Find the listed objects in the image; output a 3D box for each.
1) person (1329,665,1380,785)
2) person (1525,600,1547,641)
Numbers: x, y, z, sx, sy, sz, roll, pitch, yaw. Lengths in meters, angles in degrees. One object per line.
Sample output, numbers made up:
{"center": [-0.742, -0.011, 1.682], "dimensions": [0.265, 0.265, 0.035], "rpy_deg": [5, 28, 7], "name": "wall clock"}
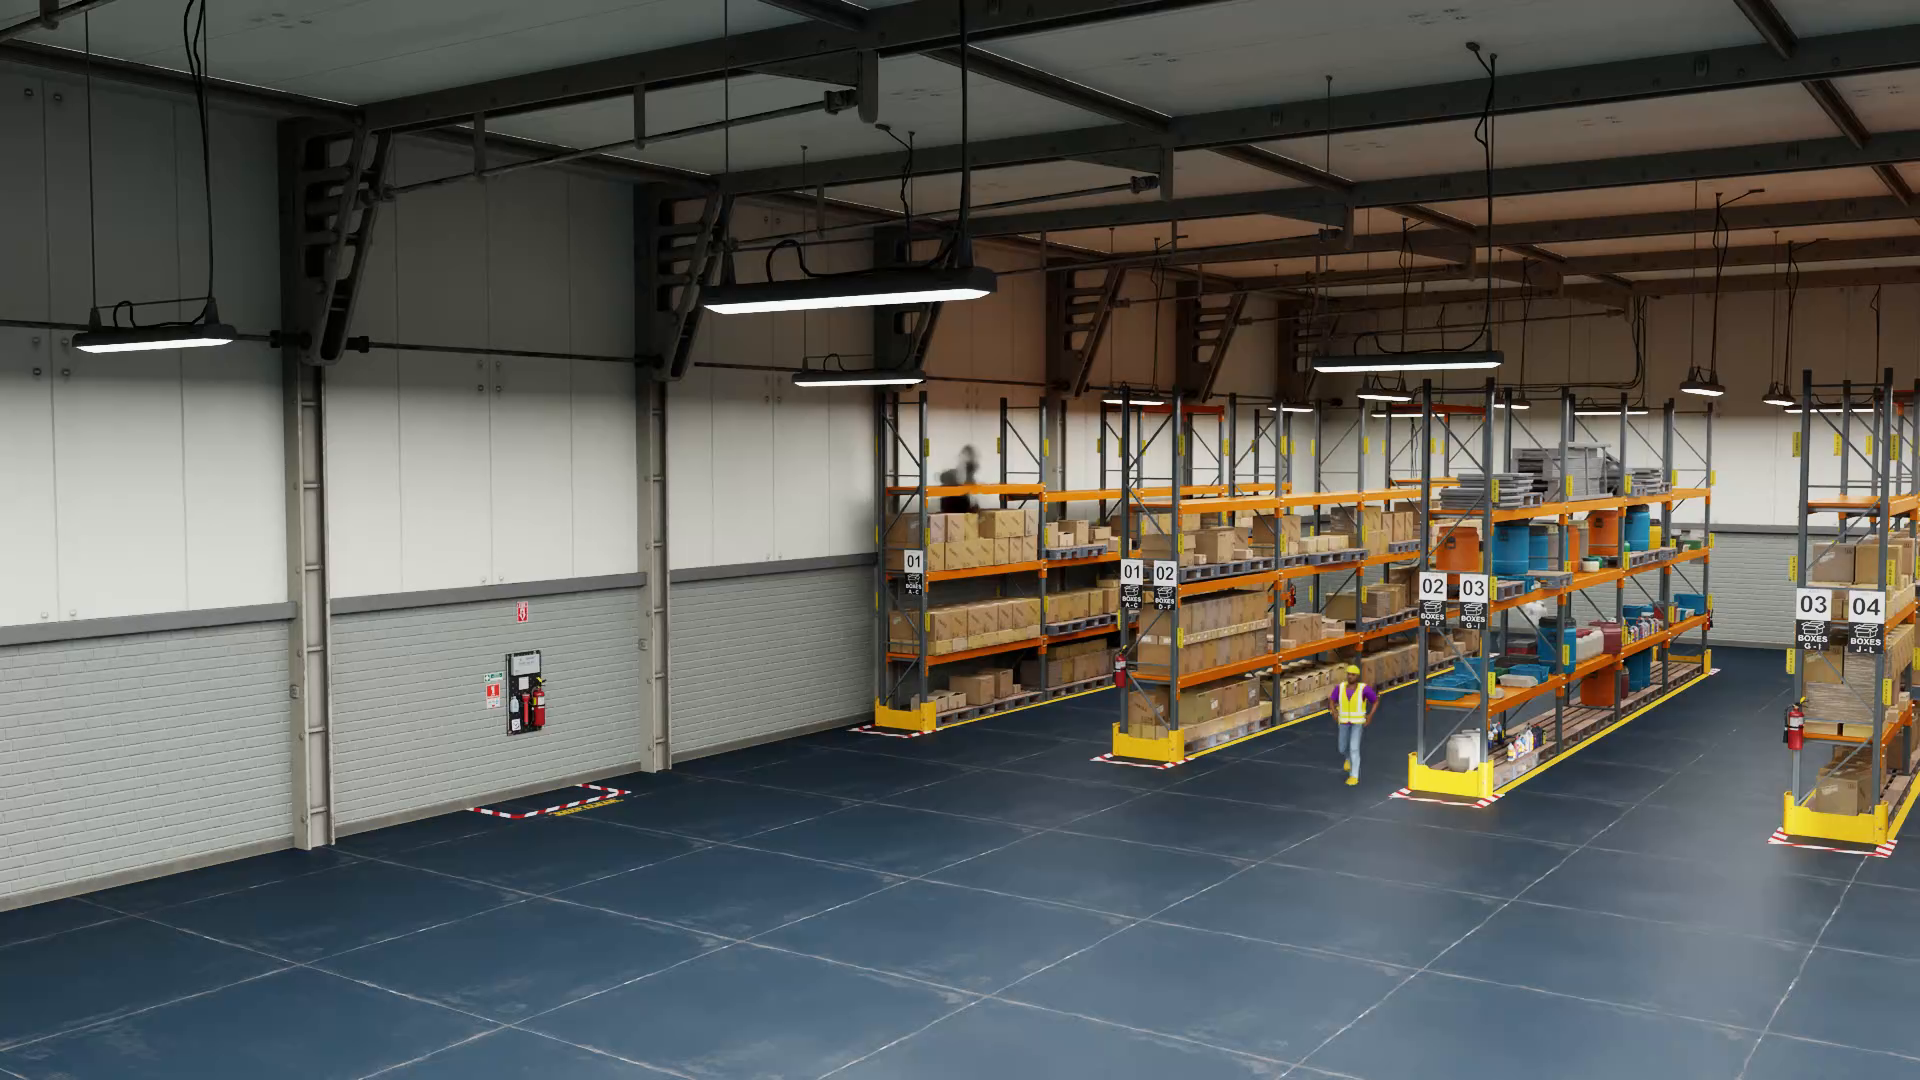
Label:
{"center": [5.914, 2.758, 25.013], "dimensions": [0.751, 1.775, 0.773], "rpy_deg": [2, 4, 27], "name": "person"}
{"center": [13.705, 1.995, 39.442], "dimensions": [0.658, 1.651, 0.598], "rpy_deg": [0, 3, -6], "name": "person"}
